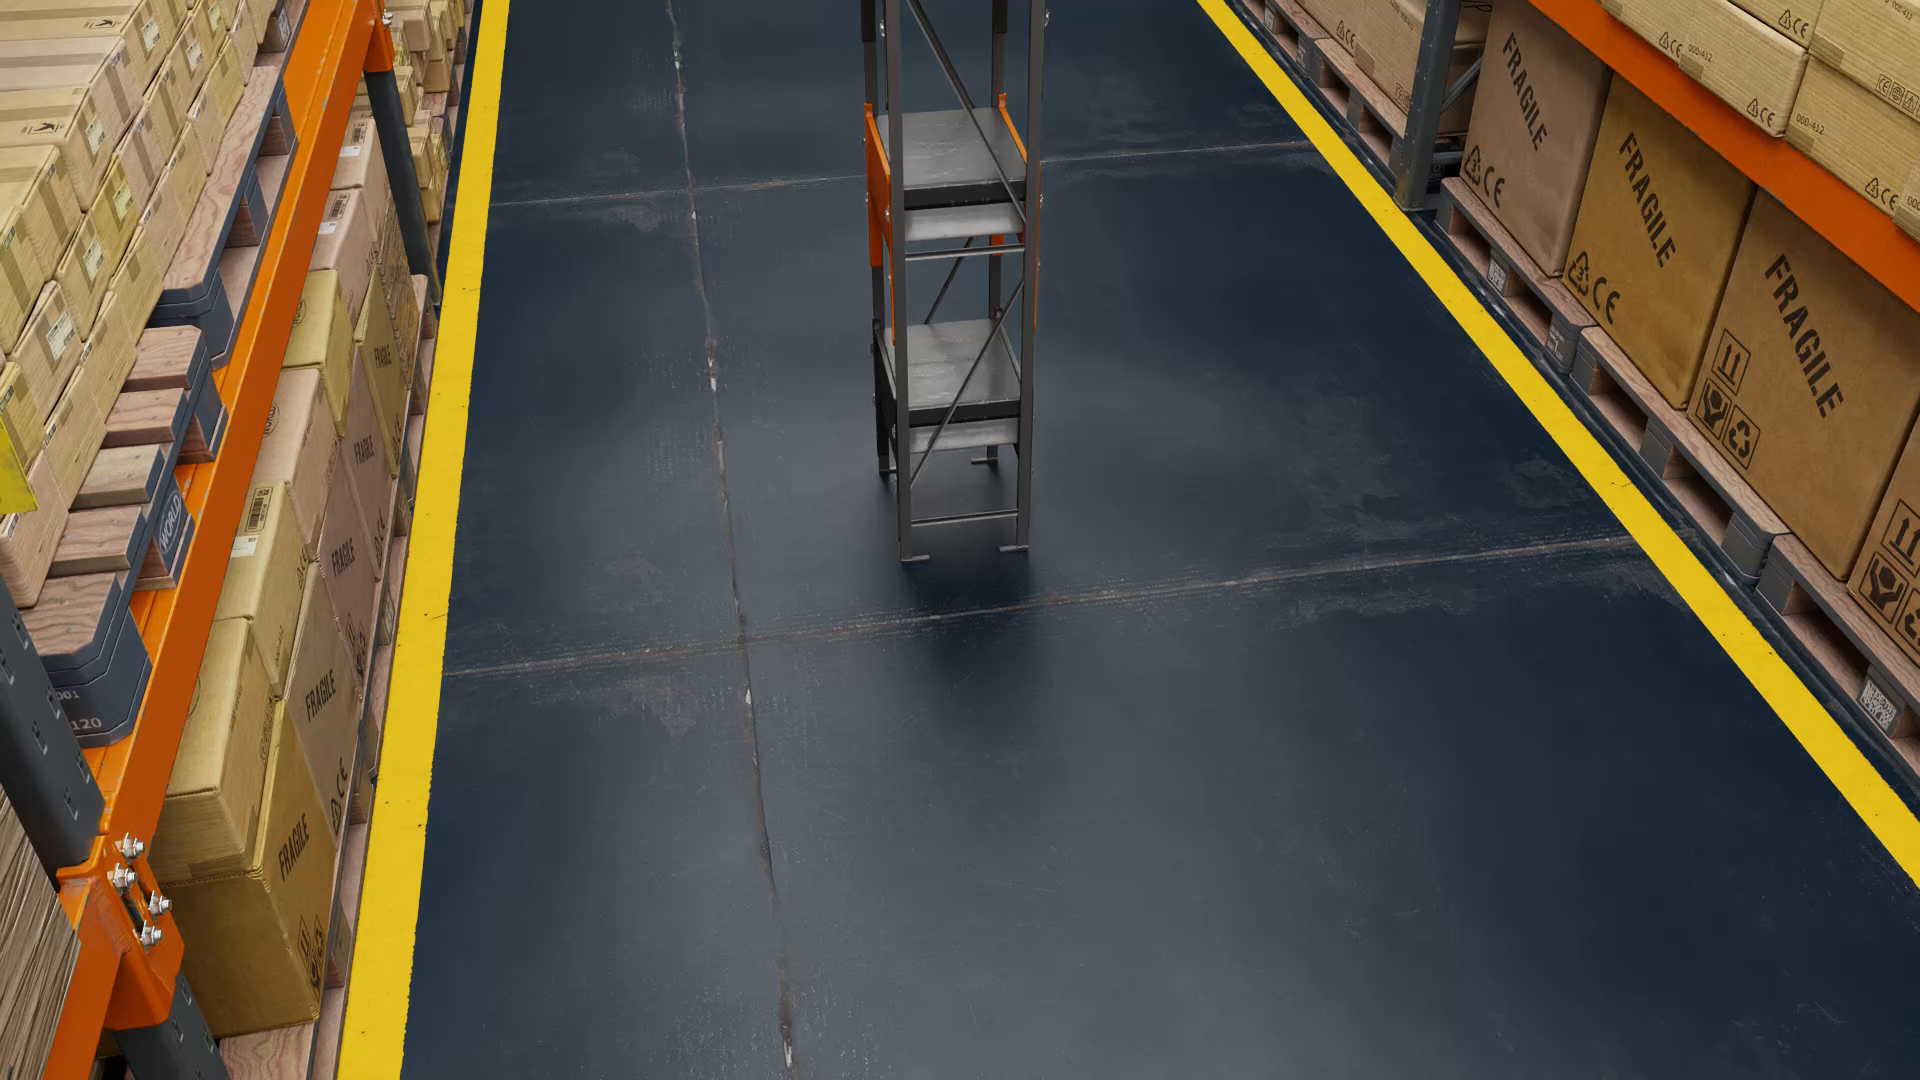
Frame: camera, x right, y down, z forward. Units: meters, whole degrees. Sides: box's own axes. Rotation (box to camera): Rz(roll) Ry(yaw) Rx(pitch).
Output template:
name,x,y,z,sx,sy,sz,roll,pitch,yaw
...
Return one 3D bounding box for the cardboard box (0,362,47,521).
name,x,y,z,sx,sy,sz,roll,pitch,yaw
cardboard box,-1.688,-0.141,2.607,0.380,0.149,0.250,-5,38,-6

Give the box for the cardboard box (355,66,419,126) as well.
name,x,y,z,sx,sy,sz,roll,pitch,yaw
cardboard box,-2.349,-1.738,6.538,0.380,0.149,0.250,-4,38,-6

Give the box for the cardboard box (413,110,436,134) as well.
name,x,y,z,sx,sy,sz,roll,pitch,yaw
cardboard box,-2.391,-1.660,6.923,0.380,0.149,0.250,-6,38,-8

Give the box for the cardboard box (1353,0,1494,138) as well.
name,x,y,z,sx,sy,sz,roll,pitch,yaw
cardboard box,2.349,-2.198,7.380,0.875,0.438,0.875,-7,38,-9

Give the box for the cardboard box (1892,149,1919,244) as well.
name,x,y,z,sx,sy,sz,roll,pitch,yaw
cardboard box,2.605,-0.762,3.909,0.500,0.250,0.500,-6,38,-7

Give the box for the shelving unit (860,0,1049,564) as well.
name,x,y,z,sx,sy,sz,roll,pitch,yaw
shelving unit,-0.029,-0.929,4.735,0.431,2.100,0.503,-6,38,-8

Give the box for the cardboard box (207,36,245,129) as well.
name,x,y,z,sx,sy,sz,roll,pitch,yaw
cardboard box,-2.006,-1.121,4.111,0.380,0.149,0.250,-5,38,-6

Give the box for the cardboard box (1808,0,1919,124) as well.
name,x,y,z,sx,sy,sz,roll,pitch,yaw
cardboard box,2.516,-1.257,4.138,0.500,0.250,0.500,-7,38,-9

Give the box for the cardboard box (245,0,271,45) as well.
name,x,y,z,sx,sy,sz,roll,pitch,yaw
cardboard box,-2.106,-1.449,4.532,0.380,0.149,0.250,-8,39,-10

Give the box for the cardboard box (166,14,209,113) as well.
name,x,y,z,sx,sy,sz,roll,pitch,yaw
cardboard box,-1.966,-1.082,3.817,0.380,0.149,0.250,-5,38,-6

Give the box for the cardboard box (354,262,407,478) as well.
name,x,y,z,sx,sy,sz,roll,pitch,yaw
cardboard box,-2.035,-0.509,5.155,0.500,0.500,0.500,-7,38,-9

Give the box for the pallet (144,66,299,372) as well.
name,x,y,z,sx,sy,sz,roll,pitch,yaw
pallet,-2.188,-0.759,3.939,1.003,0.211,1.213,-6,38,-8

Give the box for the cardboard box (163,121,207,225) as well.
name,x,y,z,sx,sy,sz,roll,pitch,yaw
cardboard box,-1.915,-0.803,3.701,0.380,0.149,0.250,-6,38,-7

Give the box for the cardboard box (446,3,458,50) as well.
name,x,y,z,sx,sy,sz,roll,pitch,yaw
cardboard box,-2.609,-2.445,7.933,0.380,0.149,0.250,-6,38,-7

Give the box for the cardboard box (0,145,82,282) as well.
name,x,y,z,sx,sy,sz,roll,pitch,yaw
cardboard box,-1.780,-0.556,2.898,0.380,0.149,0.250,-6,38,-8

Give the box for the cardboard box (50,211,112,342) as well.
name,x,y,z,sx,sy,sz,roll,pitch,yaw
cardboard box,-1.788,-0.466,3.025,0.380,0.149,0.250,-7,38,-9

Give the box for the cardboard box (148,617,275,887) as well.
name,x,y,z,sx,sy,sz,roll,pitch,yaw
cardboard box,-1.683,0.439,3.324,0.500,0.250,0.500,-8,39,-10

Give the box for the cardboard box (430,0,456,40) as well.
name,x,y,z,sx,sy,sz,roll,pitch,yaw
cardboard box,-2.531,-2.400,7.633,0.380,0.149,0.250,-6,38,-7

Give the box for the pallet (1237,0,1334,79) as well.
name,x,y,z,sx,sy,sz,roll,pitch,yaw
pallet,2.080,-2.758,8.628,1.003,0.211,1.213,-6,38,-8

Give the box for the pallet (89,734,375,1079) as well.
name,x,y,z,sx,sy,sz,roll,pitch,yaw
pallet,-1.936,0.985,3.810,1.003,0.211,1.213,-6,38,-8

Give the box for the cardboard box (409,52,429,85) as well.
name,x,y,z,sx,sy,sz,roll,pitch,yaw
cardboard box,-2.531,-2.089,7.233,0.380,0.149,0.250,-5,38,-6

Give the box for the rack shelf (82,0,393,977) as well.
name,x,y,z,sx,sy,sz,roll,pitch,yaw
rack shelf,-2.152,-0.568,4.122,1.077,0.370,4.000,-6,38,-8

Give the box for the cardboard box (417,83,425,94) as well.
name,x,y,z,sx,sy,sz,roll,pitch,yaw
cardboard box,-2.566,-1.966,7.317,0.380,0.149,0.250,-8,39,-10

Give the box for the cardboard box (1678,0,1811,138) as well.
name,x,y,z,sx,sy,sz,roll,pitch,yaw
cardboard box,2.416,-1.373,4.695,0.500,0.250,0.500,-7,38,-9

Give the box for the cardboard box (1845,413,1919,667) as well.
name,x,y,z,sx,sy,sz,roll,pitch,yaw
cardboard box,3.015,0.010,4.182,0.875,0.875,0.875,-7,38,-8

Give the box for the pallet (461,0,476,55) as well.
name,x,y,z,sx,sy,sz,roll,pitch,yaw
pallet,-3.083,-2.834,8.726,1.003,0.211,1.213,-6,38,-8

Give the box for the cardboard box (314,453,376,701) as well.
name,x,y,z,sx,sy,sz,roll,pitch,yaw
cardboard box,-1.860,0.110,4.359,0.500,0.500,0.500,-7,38,-9

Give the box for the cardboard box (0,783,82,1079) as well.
name,x,y,z,sx,sy,sz,roll,pitch,yaw
cardboard box,-1.458,0.560,2.003,0.500,0.500,0.500,-6,38,-8

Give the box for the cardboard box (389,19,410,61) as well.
name,x,y,z,sx,sy,sz,roll,pitch,yaw
cardboard box,-2.510,-2.040,6.928,0.380,0.149,0.250,-7,38,-9

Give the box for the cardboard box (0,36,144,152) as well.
name,x,y,z,sx,sy,sz,roll,pitch,yaw
cardboard box,-1.875,-0.879,3.314,0.380,0.149,0.250,-5,38,-6

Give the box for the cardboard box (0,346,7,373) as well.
name,x,y,z,sx,sy,sz,roll,pitch,yaw
cardboard box,-1.692,-0.248,2.502,0.380,0.149,0.250,-6,38,-8

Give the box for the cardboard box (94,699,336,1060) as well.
name,x,y,z,sx,sy,sz,roll,pitch,yaw
cardboard box,-1.674,0.723,3.570,0.500,0.500,0.500,-8,39,-10

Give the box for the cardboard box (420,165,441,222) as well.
name,x,y,z,sx,sy,sz,roll,pitch,yaw
cardboard box,-2.250,-1.354,6.530,0.380,0.149,0.250,-8,39,-10

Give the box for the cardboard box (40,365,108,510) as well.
name,x,y,z,sx,sy,sz,roll,pitch,yaw
cardboard box,-1.727,-0.164,2.879,0.380,0.149,0.250,-4,38,-6

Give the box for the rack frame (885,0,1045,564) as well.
name,x,y,z,sx,sy,sz,roll,pitch,yaw
rack frame,0.014,-0.782,4.545,0.400,2.100,0.015,-6,38,-8

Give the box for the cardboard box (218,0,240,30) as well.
name,x,y,z,sx,sy,sz,roll,pitch,yaw
cardboard box,-2.053,-1.394,4.219,0.380,0.149,0.250,-8,39,-10

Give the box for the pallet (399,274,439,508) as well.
name,x,y,z,sx,sy,sz,roll,pitch,yaw
pallet,-2.364,-0.489,5.707,1.003,0.211,1.213,-6,38,-8

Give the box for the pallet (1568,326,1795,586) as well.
name,x,y,z,sx,sy,sz,roll,pitch,yaw
pallet,2.780,-0.356,5.536,1.003,0.211,1.213,-6,38,-8

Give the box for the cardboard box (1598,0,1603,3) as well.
name,x,y,z,sx,sy,sz,roll,pitch,yaw
cardboard box,2.263,-1.987,5.485,0.500,0.250,0.500,-7,38,-9

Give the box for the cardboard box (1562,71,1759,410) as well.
name,x,y,z,sx,sy,sz,roll,pitch,yaw
cardboard box,2.707,-1.069,5.571,0.875,0.875,0.875,-5,38,-7

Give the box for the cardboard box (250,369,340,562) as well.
name,x,y,z,sx,sy,sz,roll,pitch,yaw
cardboard box,-1.847,-0.168,4.105,0.500,0.250,0.500,-6,38,-8

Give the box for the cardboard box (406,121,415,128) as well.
name,x,y,z,sx,sy,sz,roll,pitch,yaw
cardboard box,-2.383,-1.614,6.621,0.380,0.149,0.250,-6,38,-8

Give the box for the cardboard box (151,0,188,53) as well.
name,x,y,z,sx,sy,sz,roll,pitch,yaw
cardboard box,-1.963,-1.190,3.714,0.380,0.149,0.250,-7,38,-9

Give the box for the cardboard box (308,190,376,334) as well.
name,x,y,z,sx,sy,sz,roll,pitch,yaw
cardboard box,-2.046,-0.800,4.919,0.500,0.250,0.500,-5,38,-6

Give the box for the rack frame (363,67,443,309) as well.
name,x,y,z,sx,sy,sz,roll,pitch,yaw
rack frame,-2.502,-2.060,5.456,1.000,3.000,0.127,-6,38,-8

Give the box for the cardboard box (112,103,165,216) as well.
name,x,y,z,sx,sy,sz,roll,pitch,yaw
cardboard box,-1.875,-0.769,3.415,0.380,0.149,0.250,-6,38,-8

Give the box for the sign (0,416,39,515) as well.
name,x,y,z,sx,sy,sz,roll,pitch,yaw
sign,-1.255,-0.163,2.071,0.100,0.325,0.005,-6,38,-8

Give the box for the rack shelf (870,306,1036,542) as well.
name,x,y,z,sx,sy,sz,roll,pitch,yaw
rack shelf,-0.029,-0.366,5.172,0.431,0.518,0.480,-6,38,-8

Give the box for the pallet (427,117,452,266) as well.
name,x,y,z,sx,sy,sz,roll,pitch,yaw
pallet,-2.655,-1.360,6.829,1.003,0.211,1.213,-6,38,-8

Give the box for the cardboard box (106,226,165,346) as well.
name,x,y,z,sx,sy,sz,roll,pitch,yaw
cardboard box,-1.824,-0.490,3.298,0.380,0.149,0.250,-5,38,-6
